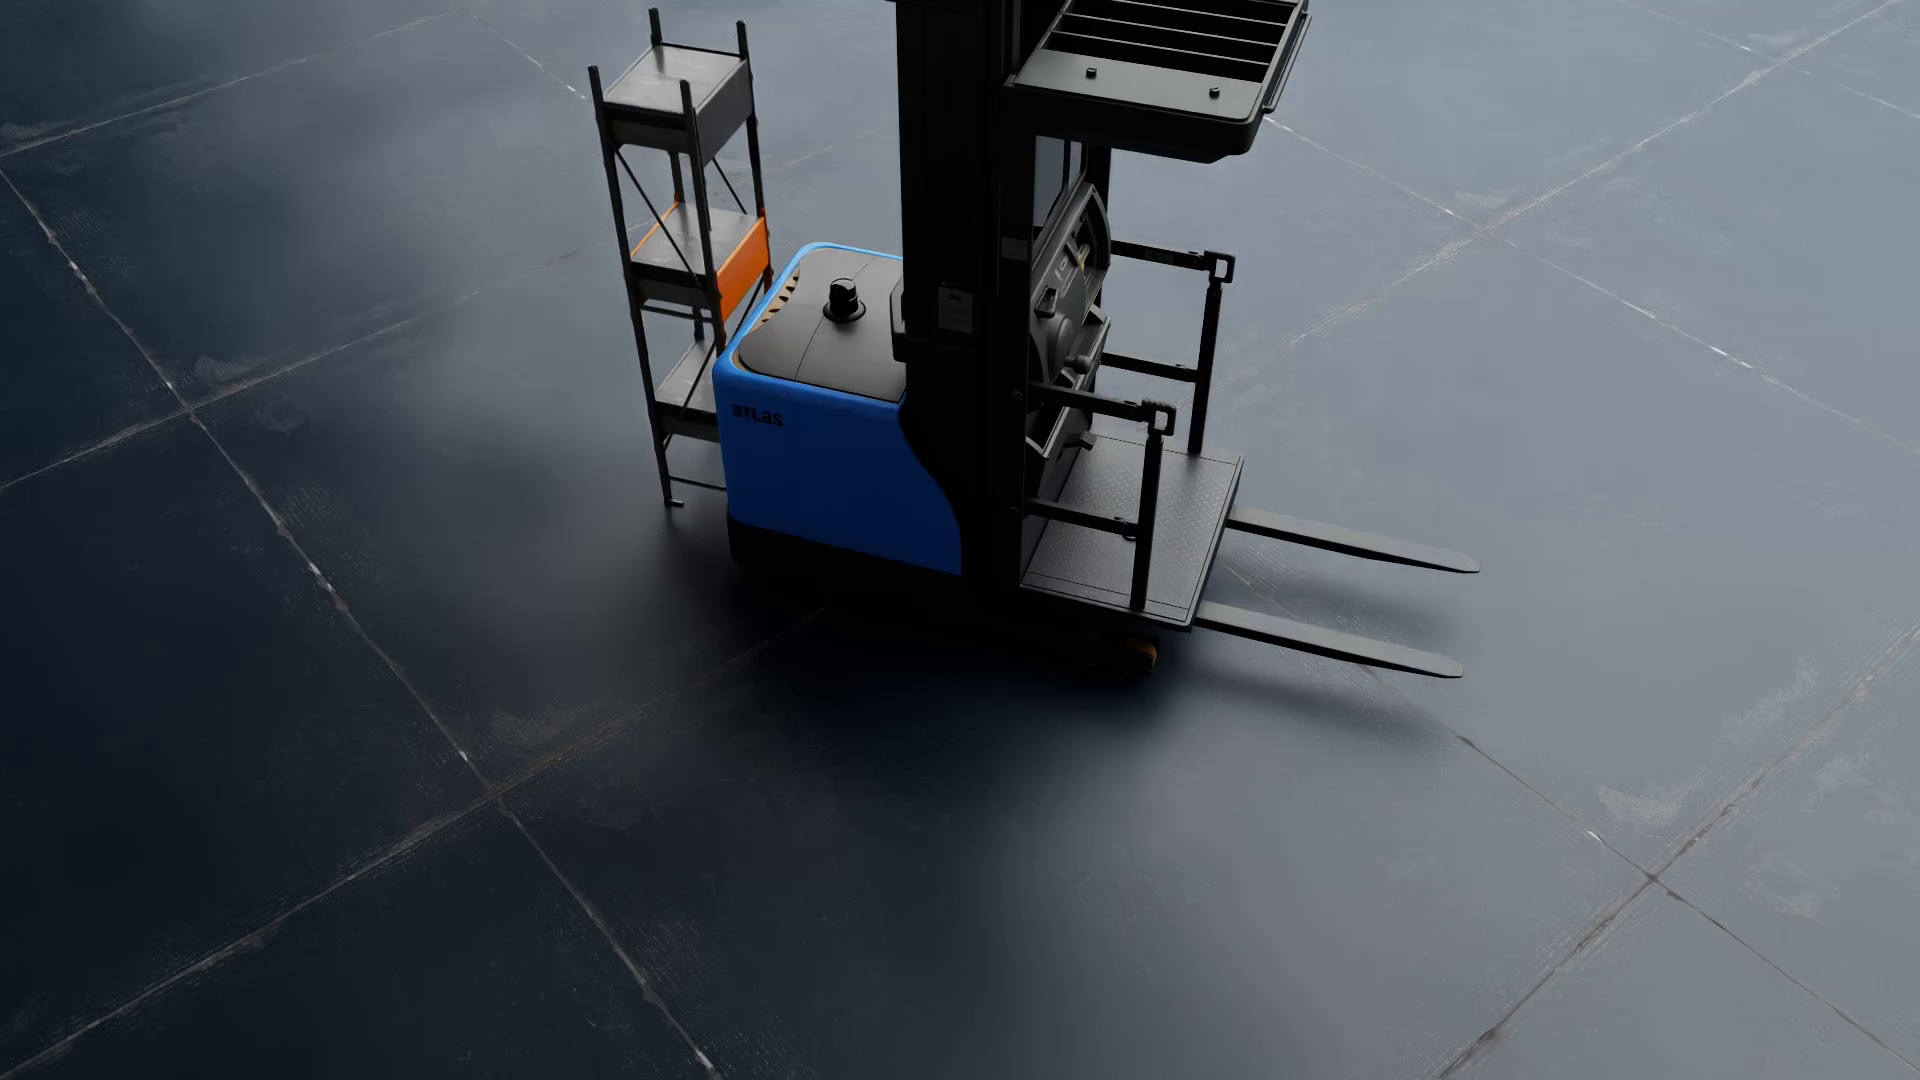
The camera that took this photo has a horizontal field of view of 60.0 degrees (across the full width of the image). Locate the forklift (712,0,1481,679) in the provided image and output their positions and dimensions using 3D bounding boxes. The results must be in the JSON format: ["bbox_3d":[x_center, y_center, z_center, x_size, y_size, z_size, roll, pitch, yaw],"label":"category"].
[{"bbox_3d":[0.597,-0.930,6.099,3.031,2.935,1.130,13,45,14],"label":"forklift"}]

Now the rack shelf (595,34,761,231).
[{"bbox_3d":[-1.071,-1.564,6.375,0.431,0.518,0.480,13,45,14],"label":"rack shelf"}]

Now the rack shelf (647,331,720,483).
[{"bbox_3d":[-1.056,-0.540,7.329,0.431,0.518,0.480,13,45,14],"label":"rack shelf"}]

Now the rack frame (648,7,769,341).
[{"bbox_3d":[-0.986,-1.220,7.011,0.400,2.100,0.015,13,45,14],"label":"rack frame"}]

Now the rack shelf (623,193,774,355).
[{"bbox_3d":[-1.064,-1.052,6.852,0.431,0.518,0.480,13,45,14],"label":"rack shelf"}]

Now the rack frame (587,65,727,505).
[{"bbox_3d":[-1.142,-0.904,6.674,0.400,2.100,0.015,13,45,14],"label":"rack frame"}]

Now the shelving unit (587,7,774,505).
[{"bbox_3d":[-1.064,-1.062,6.843,0.431,2.100,0.503,13,45,14],"label":"shelving unit"}]
